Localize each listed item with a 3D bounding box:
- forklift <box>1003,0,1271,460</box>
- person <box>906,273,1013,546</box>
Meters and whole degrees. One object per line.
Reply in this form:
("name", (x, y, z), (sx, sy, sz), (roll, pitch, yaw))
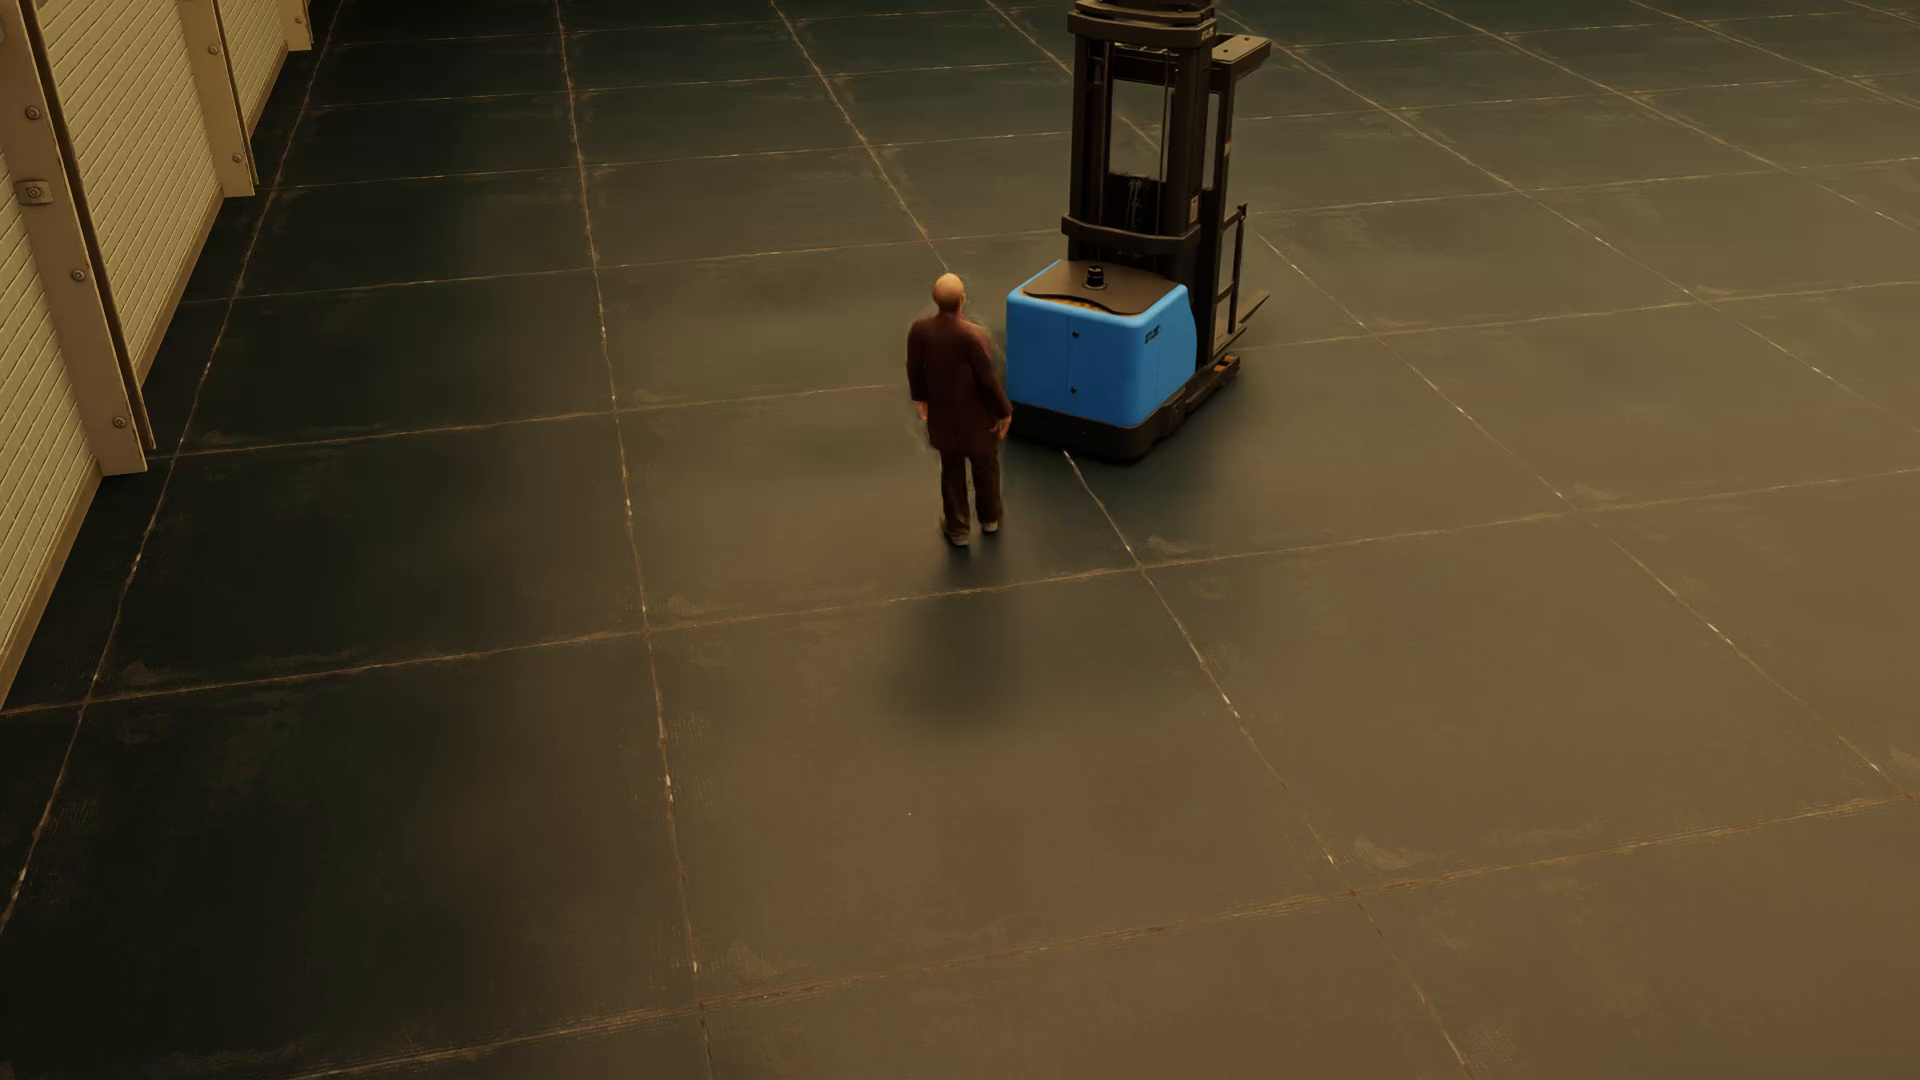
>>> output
("forklift", (1.472, -2.519, 11.926), (1.130, 2.935, 3.031), (16, 34, 26))
("person", (0.070, -0.836, 10.162), (0.697, 1.779, 0.669), (16, 34, 26))
